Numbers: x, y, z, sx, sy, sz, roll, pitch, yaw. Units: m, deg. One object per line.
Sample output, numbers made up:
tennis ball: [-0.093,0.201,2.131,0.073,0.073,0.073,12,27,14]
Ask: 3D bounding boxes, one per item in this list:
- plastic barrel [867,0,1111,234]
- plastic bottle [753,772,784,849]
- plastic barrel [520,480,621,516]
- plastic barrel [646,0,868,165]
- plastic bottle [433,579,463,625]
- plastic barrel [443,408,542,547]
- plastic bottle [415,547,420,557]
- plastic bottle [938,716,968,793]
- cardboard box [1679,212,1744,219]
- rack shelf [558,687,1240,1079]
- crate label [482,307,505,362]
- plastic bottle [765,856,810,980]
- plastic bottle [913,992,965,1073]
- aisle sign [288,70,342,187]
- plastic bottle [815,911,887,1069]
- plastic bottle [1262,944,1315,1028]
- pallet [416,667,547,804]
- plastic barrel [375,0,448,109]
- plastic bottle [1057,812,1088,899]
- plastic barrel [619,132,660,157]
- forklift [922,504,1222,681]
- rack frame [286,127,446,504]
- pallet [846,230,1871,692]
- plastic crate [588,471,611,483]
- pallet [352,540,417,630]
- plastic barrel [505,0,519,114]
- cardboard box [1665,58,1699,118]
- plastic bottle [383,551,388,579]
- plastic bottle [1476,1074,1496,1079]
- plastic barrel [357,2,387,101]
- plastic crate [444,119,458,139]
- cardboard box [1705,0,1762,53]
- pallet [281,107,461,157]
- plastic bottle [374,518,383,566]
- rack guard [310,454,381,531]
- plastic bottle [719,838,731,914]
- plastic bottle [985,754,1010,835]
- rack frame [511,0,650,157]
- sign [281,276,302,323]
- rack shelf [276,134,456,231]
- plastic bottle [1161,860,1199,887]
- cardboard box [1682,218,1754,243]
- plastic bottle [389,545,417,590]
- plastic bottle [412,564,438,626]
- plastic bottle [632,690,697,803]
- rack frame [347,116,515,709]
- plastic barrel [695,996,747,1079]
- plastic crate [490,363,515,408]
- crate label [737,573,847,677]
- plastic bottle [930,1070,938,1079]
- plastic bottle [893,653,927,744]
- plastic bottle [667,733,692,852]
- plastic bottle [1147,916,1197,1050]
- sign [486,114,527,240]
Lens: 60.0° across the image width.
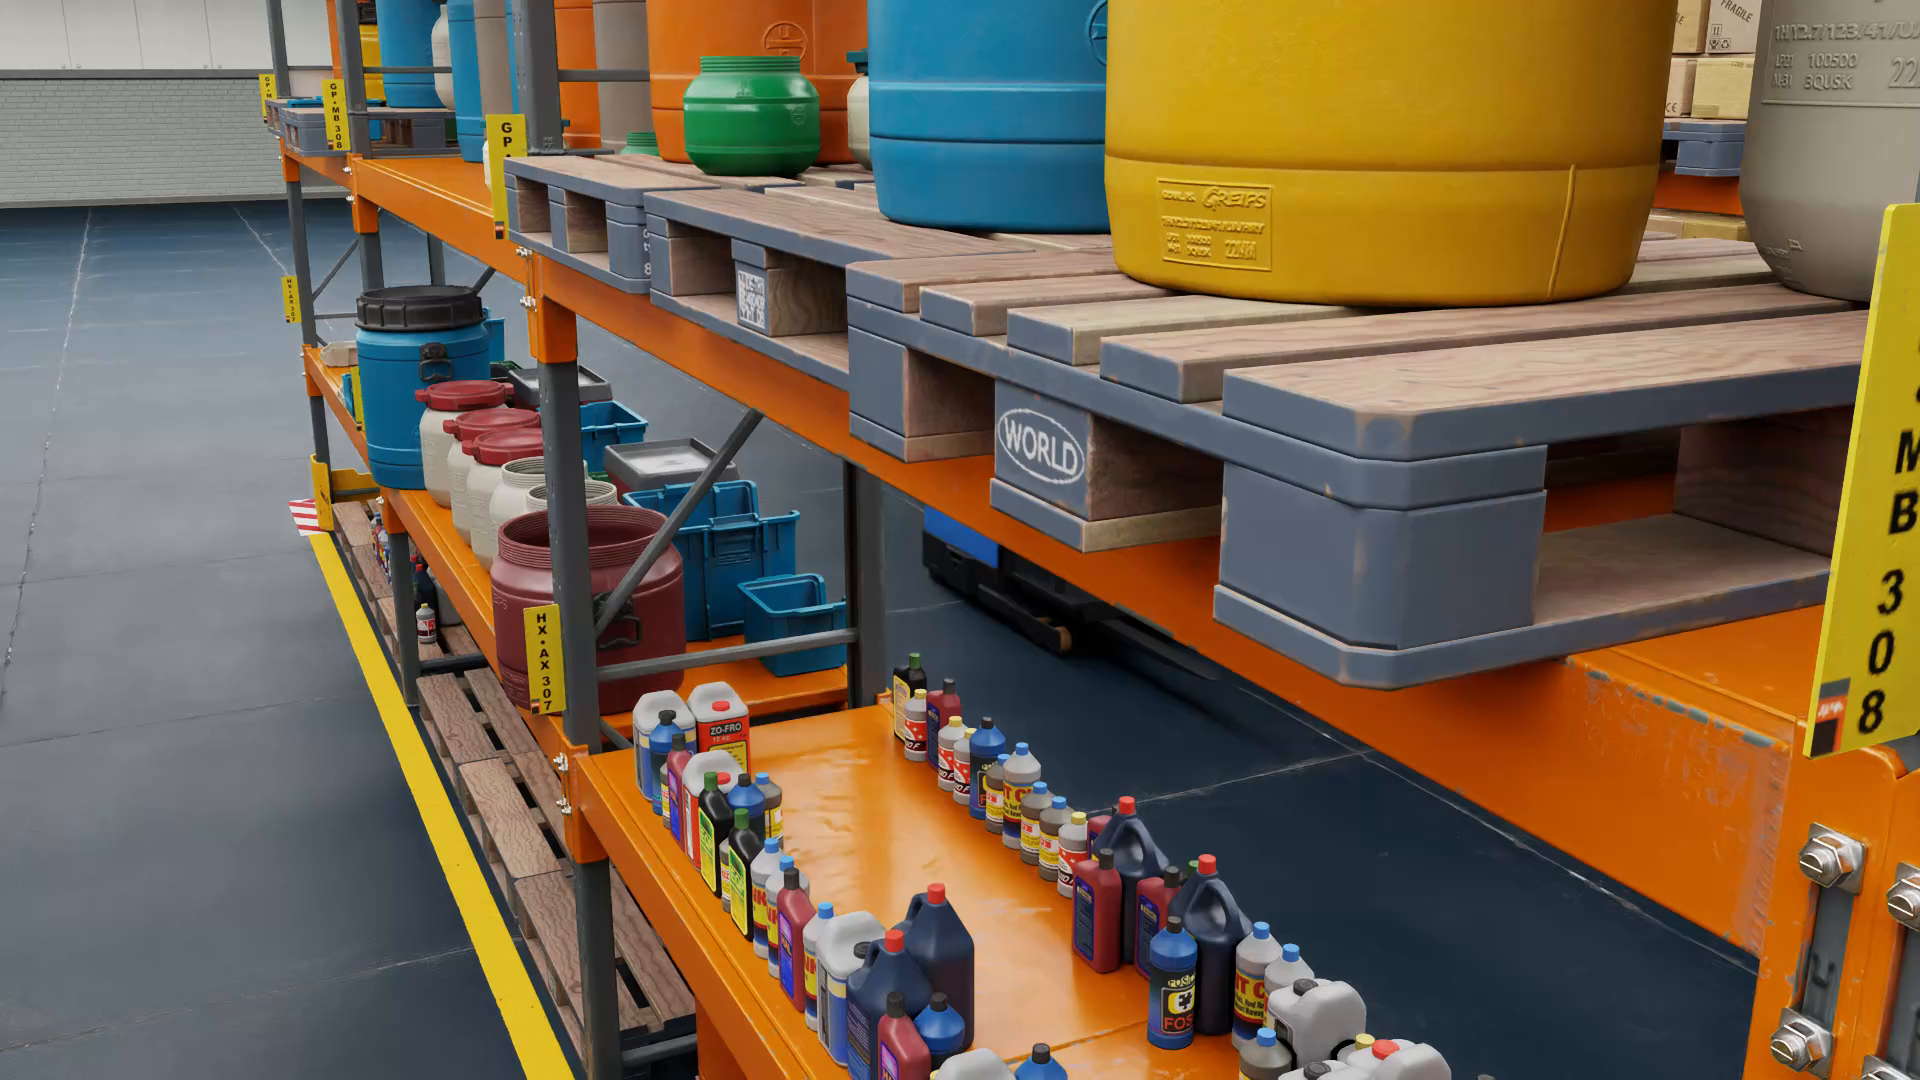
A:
plastic barrel: [0.159,-0.940,2.482,0.600,0.901,0.708,-8,18,-25]
plastic bottle: [-0.503,0.694,4.255,0.097,0.201,0.097,0,16,0]
plastic barrel: [-1.351,0.074,5.852,0.421,0.512,0.421,0,16,0]
plastic barrel: [-0.462,-1.352,4.046,0.600,0.830,0.708,-8,18,-25]
plastic bottle: [-2.872,0.285,9.325,0.144,0.351,0.185,-8,18,-25]
plastic barrel: [-1.917,-0.254,6.953,0.433,0.535,0.433,0,16,0]
plastic bottle: [-3.200,0.153,9.906,0.061,0.283,0.133,-8,18,-25]
plastic bottle: [-0.012,0.589,4.619,0.097,0.201,0.097,0,16,0]
cardboard box: [6.204,-2.400,13.553,0.500,0.500,0.500,-8,18,-25]
rack shelf: [0.168,1.199,3.439,1.077,0.370,4.000,-8,18,-25]
crate label: [-3.164,-1.220,10.499,0.502,0.435,0.616,-8,18,-25]
plastic bottle: [-0.378,0.827,3.666,0.097,0.271,0.097,0,16,0]
plastic bottle: [-0.040,0.980,3.132,0.097,0.271,0.097,0,16,0]
aisle sign: [-4.508,-2.859,11.561,0.394,0.787,0.004,-8,18,-25]
plastic bottle: [-0.202,0.907,3.377,0.152,0.276,0.135,-8,18,-25]
plastic bottle: [0.650,0.931,3.302,0.097,0.271,0.097,0,16,0]
pallet: [-2.082,0.896,8.247,1.003,0.211,1.213,-8,18,-25]
plastic barrel: [-2.801,-2.779,8.889,0.600,0.901,0.708,-8,18,-25]
plastic bottle: [0.286,0.758,4.030,0.097,0.201,0.097,0,16,0]
plastic barrel: [-0.862,-1.065,4.868,0.294,0.245,0.294,0,16,0]
forklift: [0.881,-0.893,9.550,1.130,2.935,3.031,-8,18,-26]
rack frame: [-4.213,-1.627,11.981,1.000,3.000,0.127,-8,18,-25]
pallet: [0.613,-0.185,1.861,1.213,0.211,1.003,-8,18,-25]
plastic crate: [-1.444,-0.135,7.168,0.450,0.188,0.662,-8,18,-25]
pallet: [-3.256,0.231,10.563,1.003,0.211,1.213,-8,18,-25]
plastic barrel: [-1.470,-1.893,6.563,0.600,0.901,0.708,-8,18,-25]
cardboard box: [3.251,-2.046,7.514,0.500,0.250,0.500,-7,17,-23]
plastic bottle: [-3.462,0.129,10.140,0.097,0.201,0.097,0,16,0]
plastic bottle: [0.878,1.042,2.892,0.061,0.283,0.133,-8,18,-25]
plastic barrel: [-3.599,-3.093,10.552,0.600,0.588,0.600,0,16,0]
plastic crate: [-2.907,-2.399,9.618,0.336,0.188,0.450,-8,18,-25]
cardboard box: [5.982,-3.903,12.447,0.500,0.500,0.500,-9,18,-30]
pallet: [-2.865,-2.153,8.719,1.213,0.211,1.003,-8,18,-25]
plastic bottle: [-3.616,0.013,10.394,0.061,0.283,0.133,-7,18,-24]
rack guard: [-4.137,-0.412,12.280,1.175,0.500,0.348,-8,18,-25]
plastic bottle: [-0.522,0.779,3.959,0.097,0.201,0.097,0,16,0]
plastic bottle: [0.116,0.662,4.367,0.097,0.201,0.097,0,16,0]
rack frame: [-0.708,-2.527,4.241,1.000,3.000,0.127,-8,18,-25]
sign: [-4.709,-1.694,11.715,0.100,0.325,0.005,-8,18,-25]
rack shelf: [-3.337,-2.227,9.938,1.077,0.370,4.000,-8,18,-25]
plastic bottle: [0.493,0.824,3.652,0.061,0.283,0.133,-8,18,-25]
cardboard box: [5.960,-2.210,12.889,0.500,0.500,0.500,-8,18,-25]
plastic bottle: [-3.295,0.170,9.862,0.152,0.276,0.135,-7,18,-24]
plastic bottle: [-3.002,0.302,9.264,0.144,0.351,0.185,-8,18,-26]
plastic bottle: [-0.809,0.563,4.575,0.152,0.276,0.135,-8,18,-25]
rack frame: [-2.461,-0.635,8.525,1.000,3.000,0.127,-8,18,-25]
plastic barrel: [-0.479,1.318,4.894,0.600,0.830,0.708,-8,18,-25]
plastic crate: [-2.576,-0.750,9.039,0.767,0.338,0.504,-8,18,-25]
crate label: [-0.556,0.288,5.613,0.303,0.233,0.416,-8,18,-25]
plastic bottle: [-0.036,1.054,3.001,0.097,0.201,0.097,0,16,0]
plastic bottle: [-0.148,0.462,4.915,0.061,0.283,0.133,-8,18,-25]
plastic bottle: [-0.706,0.647,4.271,0.061,0.283,0.133,-8,18,-25]
plastic bottle: [0.435,0.900,3.410,0.097,0.271,0.097,0,16,0]
sign: [-1.200,-0.966,4.431,0.100,0.325,0.005,-8,18,-25]
